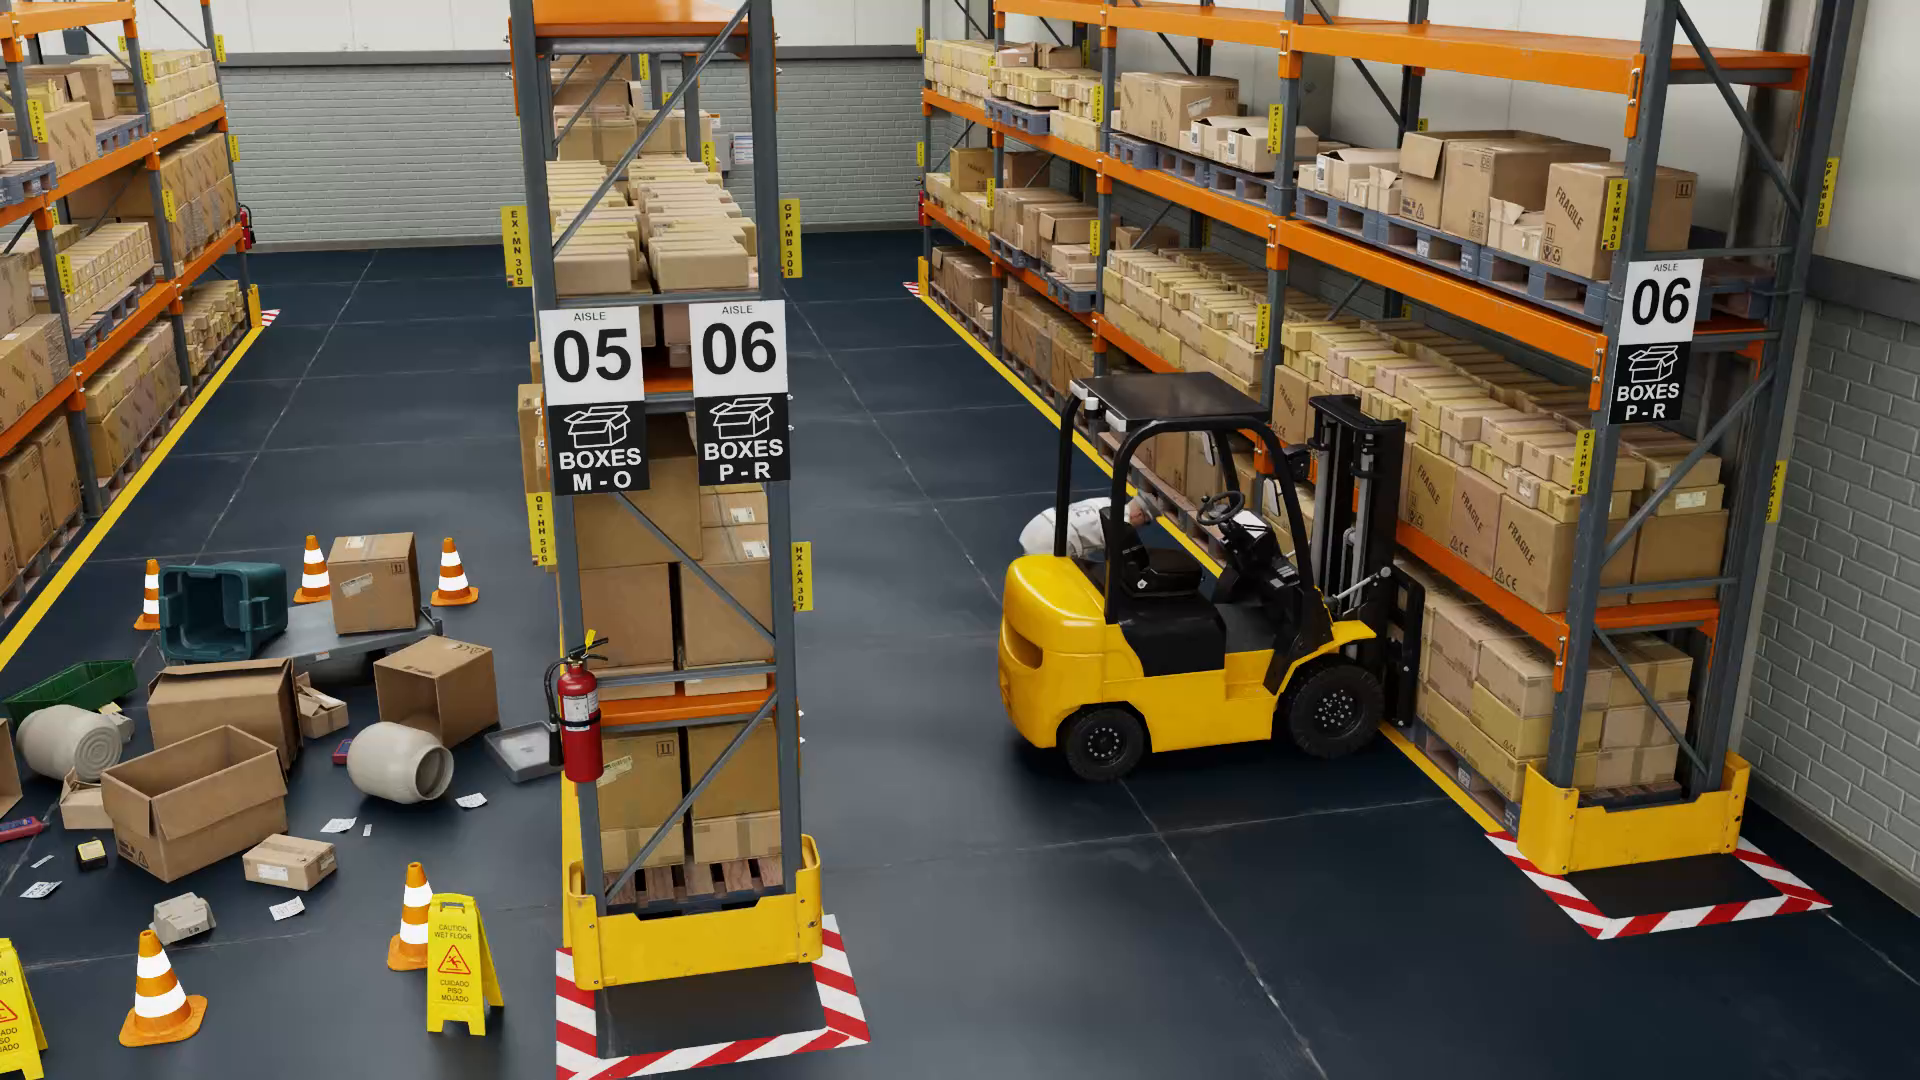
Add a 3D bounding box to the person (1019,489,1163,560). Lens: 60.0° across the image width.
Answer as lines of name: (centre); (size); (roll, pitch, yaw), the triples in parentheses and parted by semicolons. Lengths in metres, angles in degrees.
person: (0.939, 0.186, 11.612); (0.999, 1.037, 0.530); (-5, 20, -15)
